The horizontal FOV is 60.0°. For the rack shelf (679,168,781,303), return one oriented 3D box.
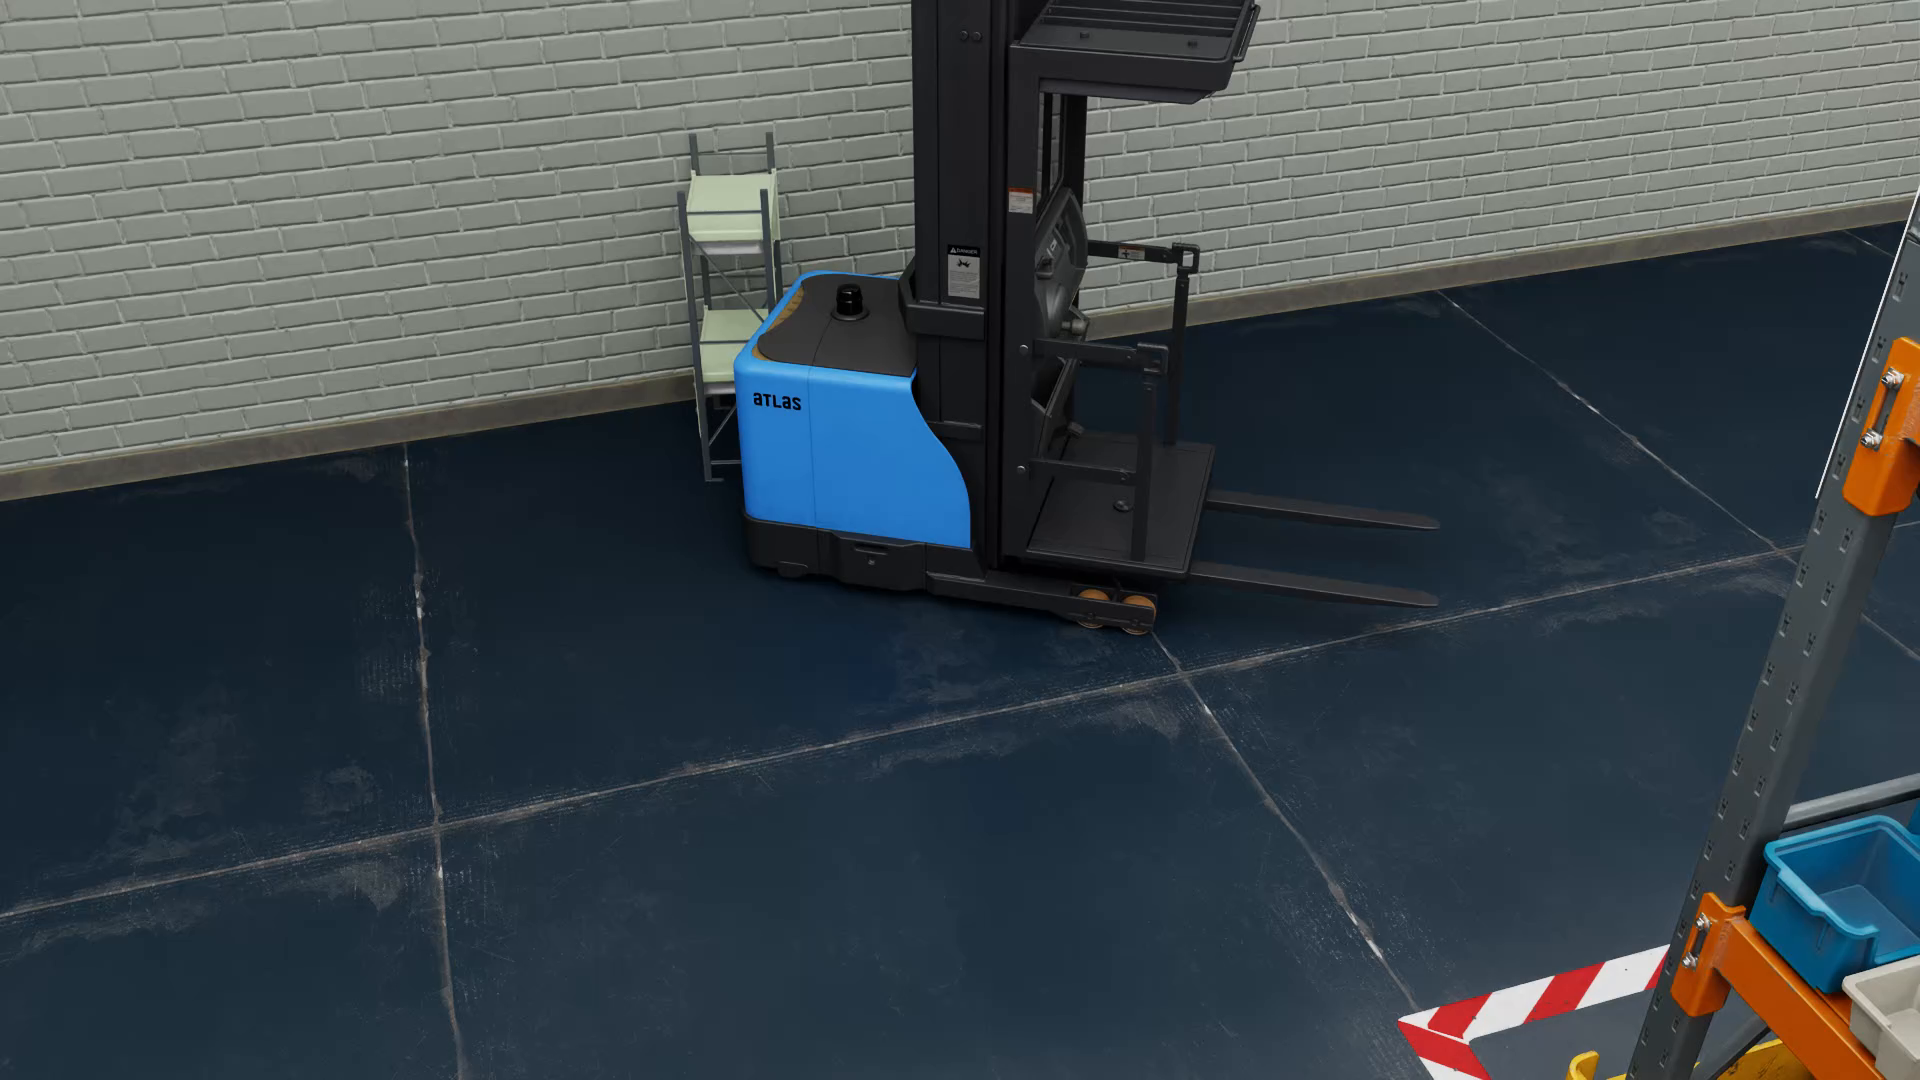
[{"bbox_3d":[-1.077,-1.450,7.876,0.431,0.370,0.720,-2,34,-3],"label":"rack shelf"}]

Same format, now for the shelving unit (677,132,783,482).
[{"bbox_3d":[-1.077,-1.125,8.091,0.431,1.500,0.755,-2,34,-3],"label":"shelving unit"}]

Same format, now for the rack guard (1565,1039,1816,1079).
[{"bbox_3d":[2.285,1.654,4.793,1.175,0.500,0.348,-10,35,-15],"label":"rack guard"}]

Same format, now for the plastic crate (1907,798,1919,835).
[{"bbox_3d":[2.585,0.726,3.843,0.616,0.435,0.499,-10,35,-15],"label":"plastic crate"}]

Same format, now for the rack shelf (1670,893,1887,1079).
[{"bbox_3d":[2.915,1.972,2.698,1.077,0.370,4.000,-10,35,-15],"label":"rack shelf"}]

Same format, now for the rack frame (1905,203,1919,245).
[{"bbox_3d":[2.305,-1.881,2.434,1.000,3.000,0.127,-10,35,-15],"label":"rack frame"}]

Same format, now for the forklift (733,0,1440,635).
[{"bbox_3d":[0.605,-1.141,6.818,3.031,2.935,1.130,8,34,11],"label":"forklift"}]

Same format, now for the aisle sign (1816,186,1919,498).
[{"bbox_3d":[2.000,-0.451,3.353,0.394,0.787,0.004,-10,35,-15],"label":"aisle sign"}]

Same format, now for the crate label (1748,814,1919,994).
[{"bbox_3d":[2.067,0.852,3.838,0.416,0.233,0.303,-10,35,-15],"label":"crate label"}]

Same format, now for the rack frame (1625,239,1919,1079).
[{"bbox_3d":[2.305,0.622,4.088,1.000,3.000,0.127,-10,35,-15],"label":"rack frame"}]

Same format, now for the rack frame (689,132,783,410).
[{"bbox_3d":[-1.100,-1.326,8.396,0.400,1.500,0.023,-2,34,-3],"label":"rack frame"}]

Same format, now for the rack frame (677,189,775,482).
[{"bbox_3d":[-1.054,-0.923,7.787,0.400,1.500,0.023,-2,34,-3],"label":"rack frame"}]

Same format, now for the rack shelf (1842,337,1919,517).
[{"bbox_3d":[2.915,0.720,1.871,1.077,0.370,4.000,-10,35,-15],"label":"rack shelf"}]

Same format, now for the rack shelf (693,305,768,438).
[{"bbox_3d":[-1.077,-0.853,8.271,0.431,0.370,0.720,-2,34,-3],"label":"rack shelf"}]

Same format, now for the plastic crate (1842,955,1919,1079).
[{"bbox_3d":[2.086,1.074,3.589,0.250,0.136,0.298,-10,35,-15],"label":"plastic crate"}]
